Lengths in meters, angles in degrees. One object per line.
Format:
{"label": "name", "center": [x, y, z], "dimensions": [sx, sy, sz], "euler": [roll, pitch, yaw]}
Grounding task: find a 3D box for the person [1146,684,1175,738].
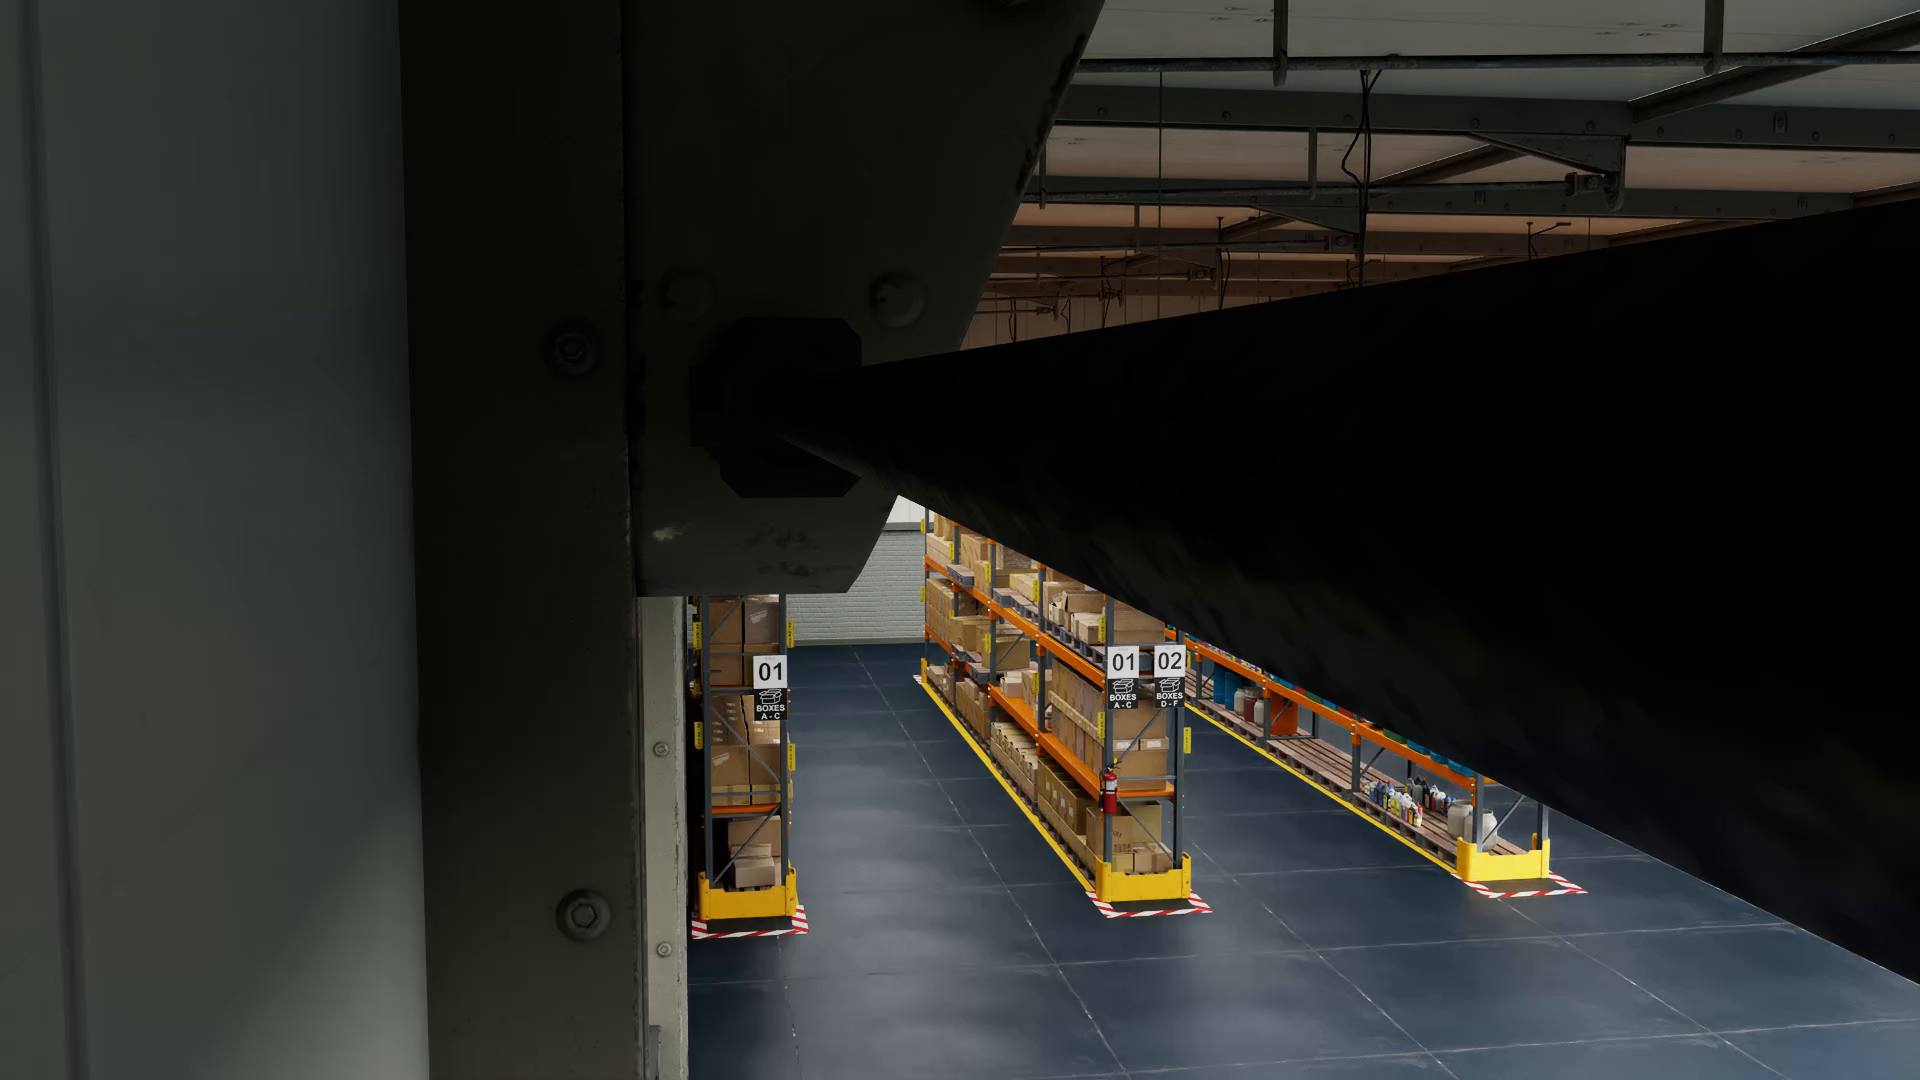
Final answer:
{"label": "person", "center": [3.527, 2.984, 28.953], "dimensions": [0.615, 1.645, 0.642], "euler": [-1, 5, -16]}
